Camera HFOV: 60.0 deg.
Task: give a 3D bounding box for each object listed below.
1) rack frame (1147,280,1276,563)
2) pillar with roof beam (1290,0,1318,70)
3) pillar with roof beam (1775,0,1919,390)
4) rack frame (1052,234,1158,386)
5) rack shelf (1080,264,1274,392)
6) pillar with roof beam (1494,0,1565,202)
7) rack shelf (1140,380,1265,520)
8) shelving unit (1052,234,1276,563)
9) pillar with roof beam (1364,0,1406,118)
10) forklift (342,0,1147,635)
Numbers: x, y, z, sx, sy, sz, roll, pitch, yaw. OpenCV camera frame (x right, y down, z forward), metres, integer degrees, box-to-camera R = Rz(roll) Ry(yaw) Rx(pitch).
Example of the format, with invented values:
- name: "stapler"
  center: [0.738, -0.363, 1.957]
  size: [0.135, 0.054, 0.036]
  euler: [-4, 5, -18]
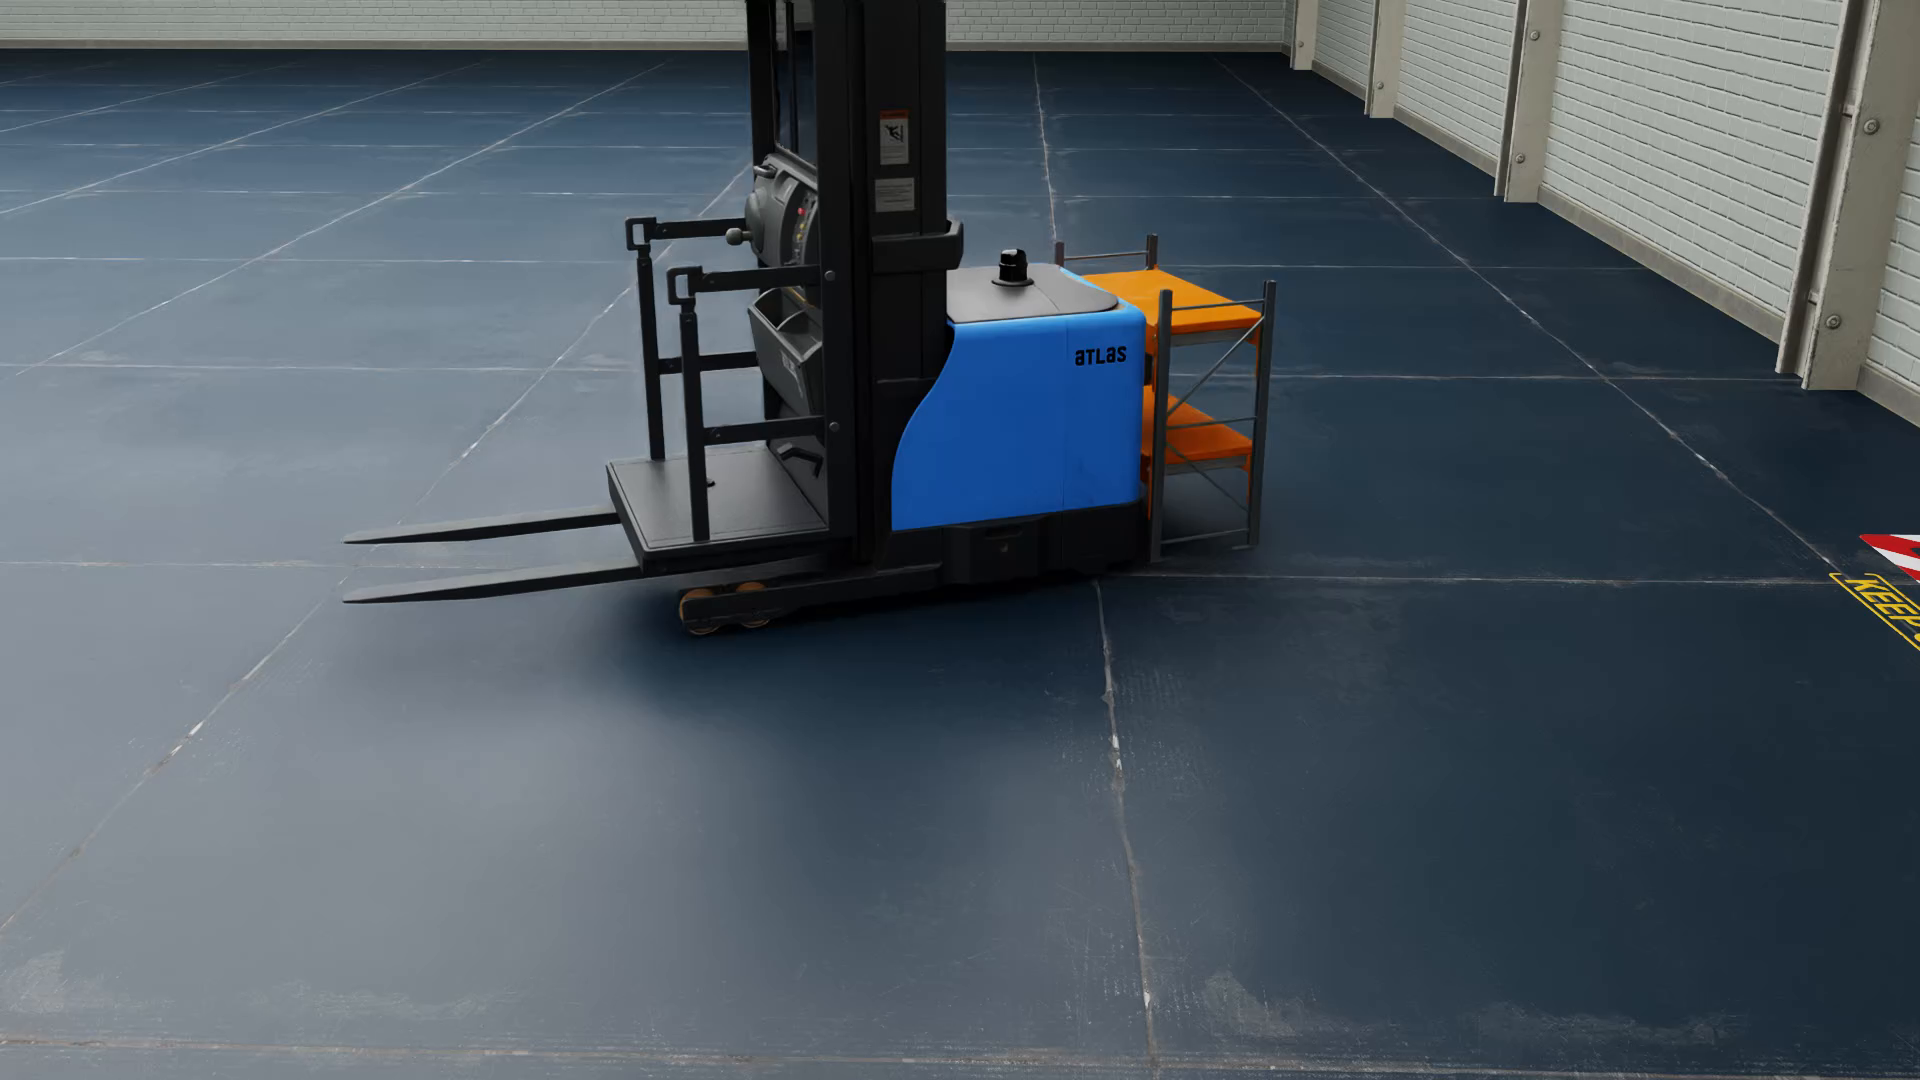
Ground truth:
- name: "rack frame"
  center: [1.007, -0.467, 6.677]
  size: [0.500, 1.125, 0.032]
  euler: [-8, 23, -19]
- name: "pillar with roof beam"
  center: [1.064, -11.650, 24.614]
  size: [9.100, 9.000, 0.400]
  euler: [1, 21, 2]
- name: "pillar with roof beam"
  center: [0.517, -5.142, 7.840]
  size: [9.100, 9.000, 0.400]
  euler: [1, 21, 2]
- name: "rack frame"
  center: [0.645, -0.811, 7.563]
  size: [0.500, 1.125, 0.032]
  euler: [-8, 23, -19]
- name: "rack shelf"
  center: [0.826, -0.912, 7.014]
  size: [0.538, 0.278, 1.000]
  euler: [-8, 23, -19]
- name: "pillar with roof beam"
  center: [0.699, -7.311, 13.432]
  size: [9.100, 9.000, 0.400]
  euler: [1, 21, 2]
- name: "rack shelf"
  center: [0.826, -0.411, 7.208]
  size: [0.538, 0.278, 1.000]
  euler: [-8, 23, -19]
- name: "shelving unit"
  center: [0.826, -0.639, 7.120]
  size: [0.538, 1.125, 1.048]
  euler: [-8, 23, -19]
- name: "pillar with roof beam"
  center: [0.882, -9.481, 19.023]
  size: [9.100, 9.000, 0.400]
  euler: [1, 21, 2]
- name: "forklift"
  center: [-0.847, -1.232, 6.152]
  size: [3.031, 2.935, 1.130]
  euler: [-7, 22, -17]
